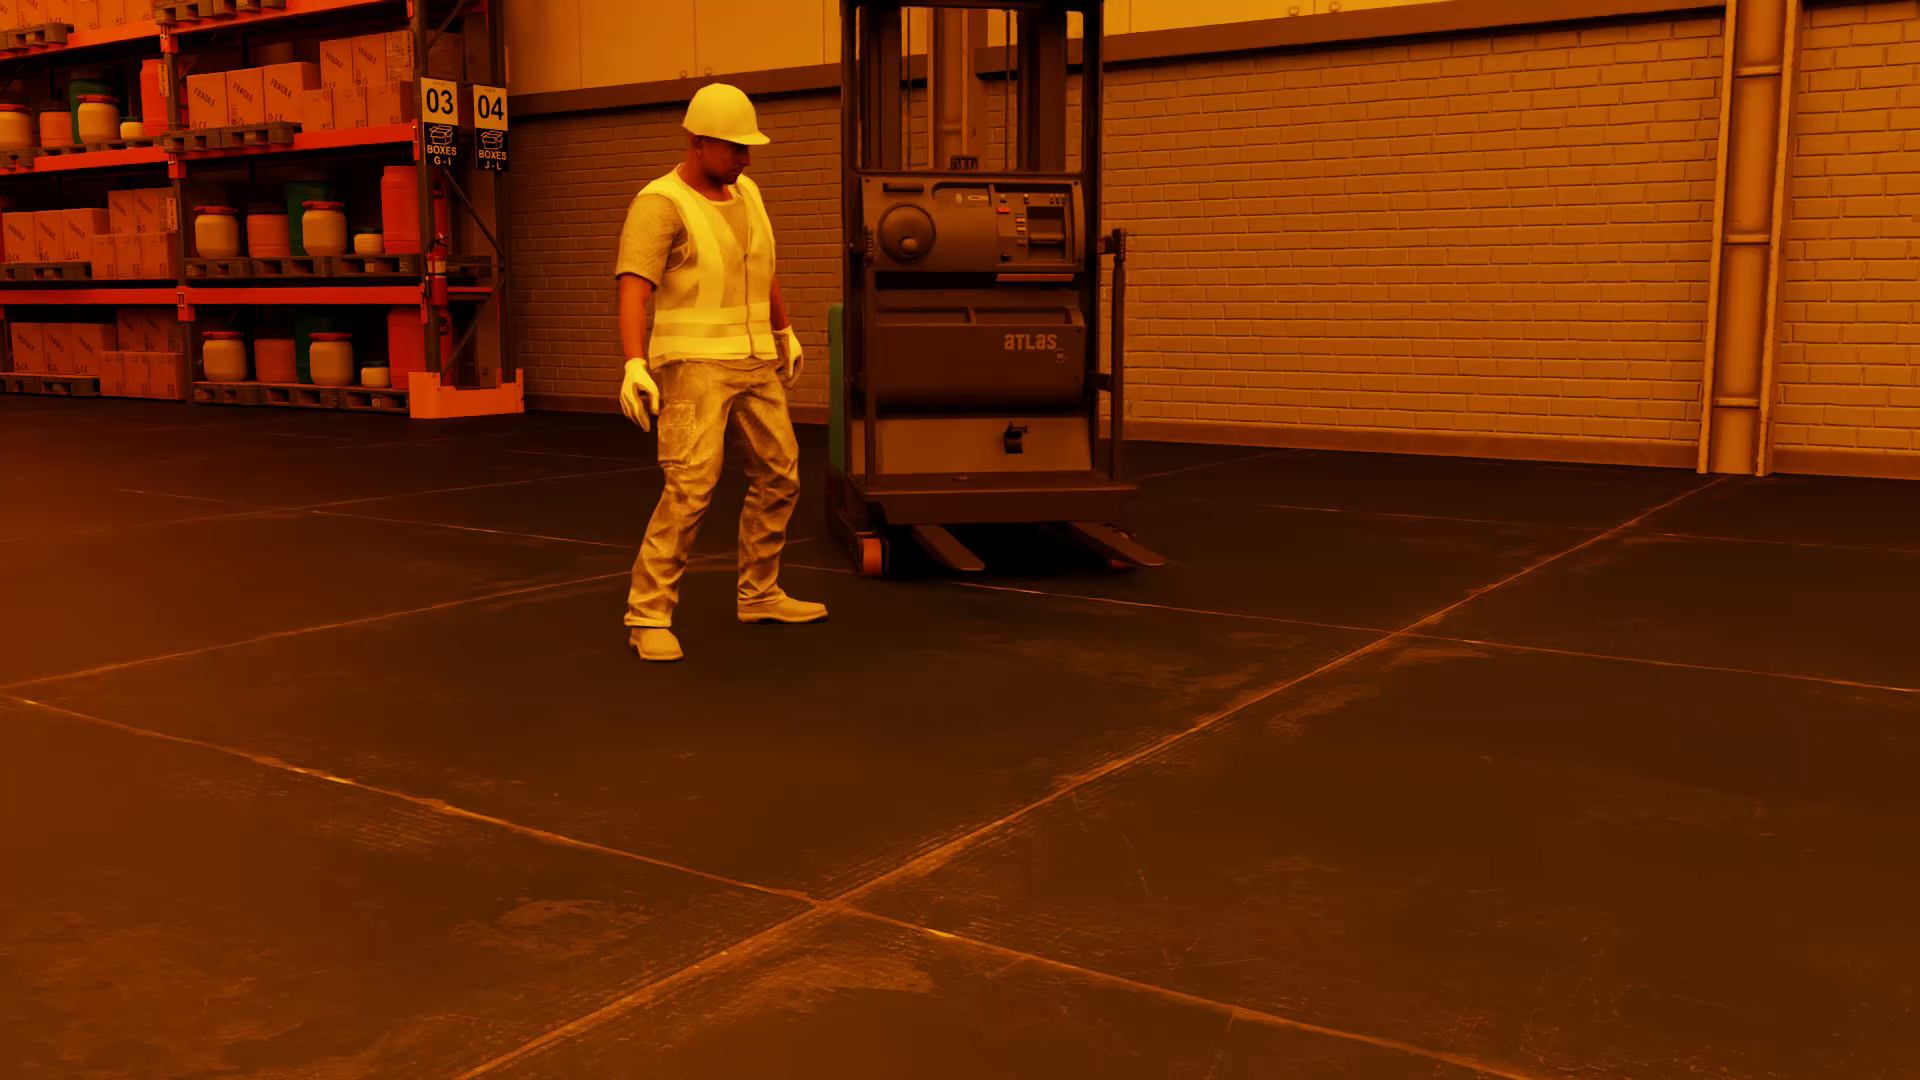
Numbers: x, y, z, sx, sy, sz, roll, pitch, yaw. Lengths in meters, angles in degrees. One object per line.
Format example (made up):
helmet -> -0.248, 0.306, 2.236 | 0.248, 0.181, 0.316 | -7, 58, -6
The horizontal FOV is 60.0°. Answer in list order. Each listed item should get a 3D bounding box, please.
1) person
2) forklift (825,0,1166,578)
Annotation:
person -> -0.755, -0.532, 5.224 | 0.433, 1.733, 0.937 | 5, 10, 33
forklift -> 0.095, -1.352, 6.703 | 1.130, 2.935, 3.031 | -1, 8, -9
